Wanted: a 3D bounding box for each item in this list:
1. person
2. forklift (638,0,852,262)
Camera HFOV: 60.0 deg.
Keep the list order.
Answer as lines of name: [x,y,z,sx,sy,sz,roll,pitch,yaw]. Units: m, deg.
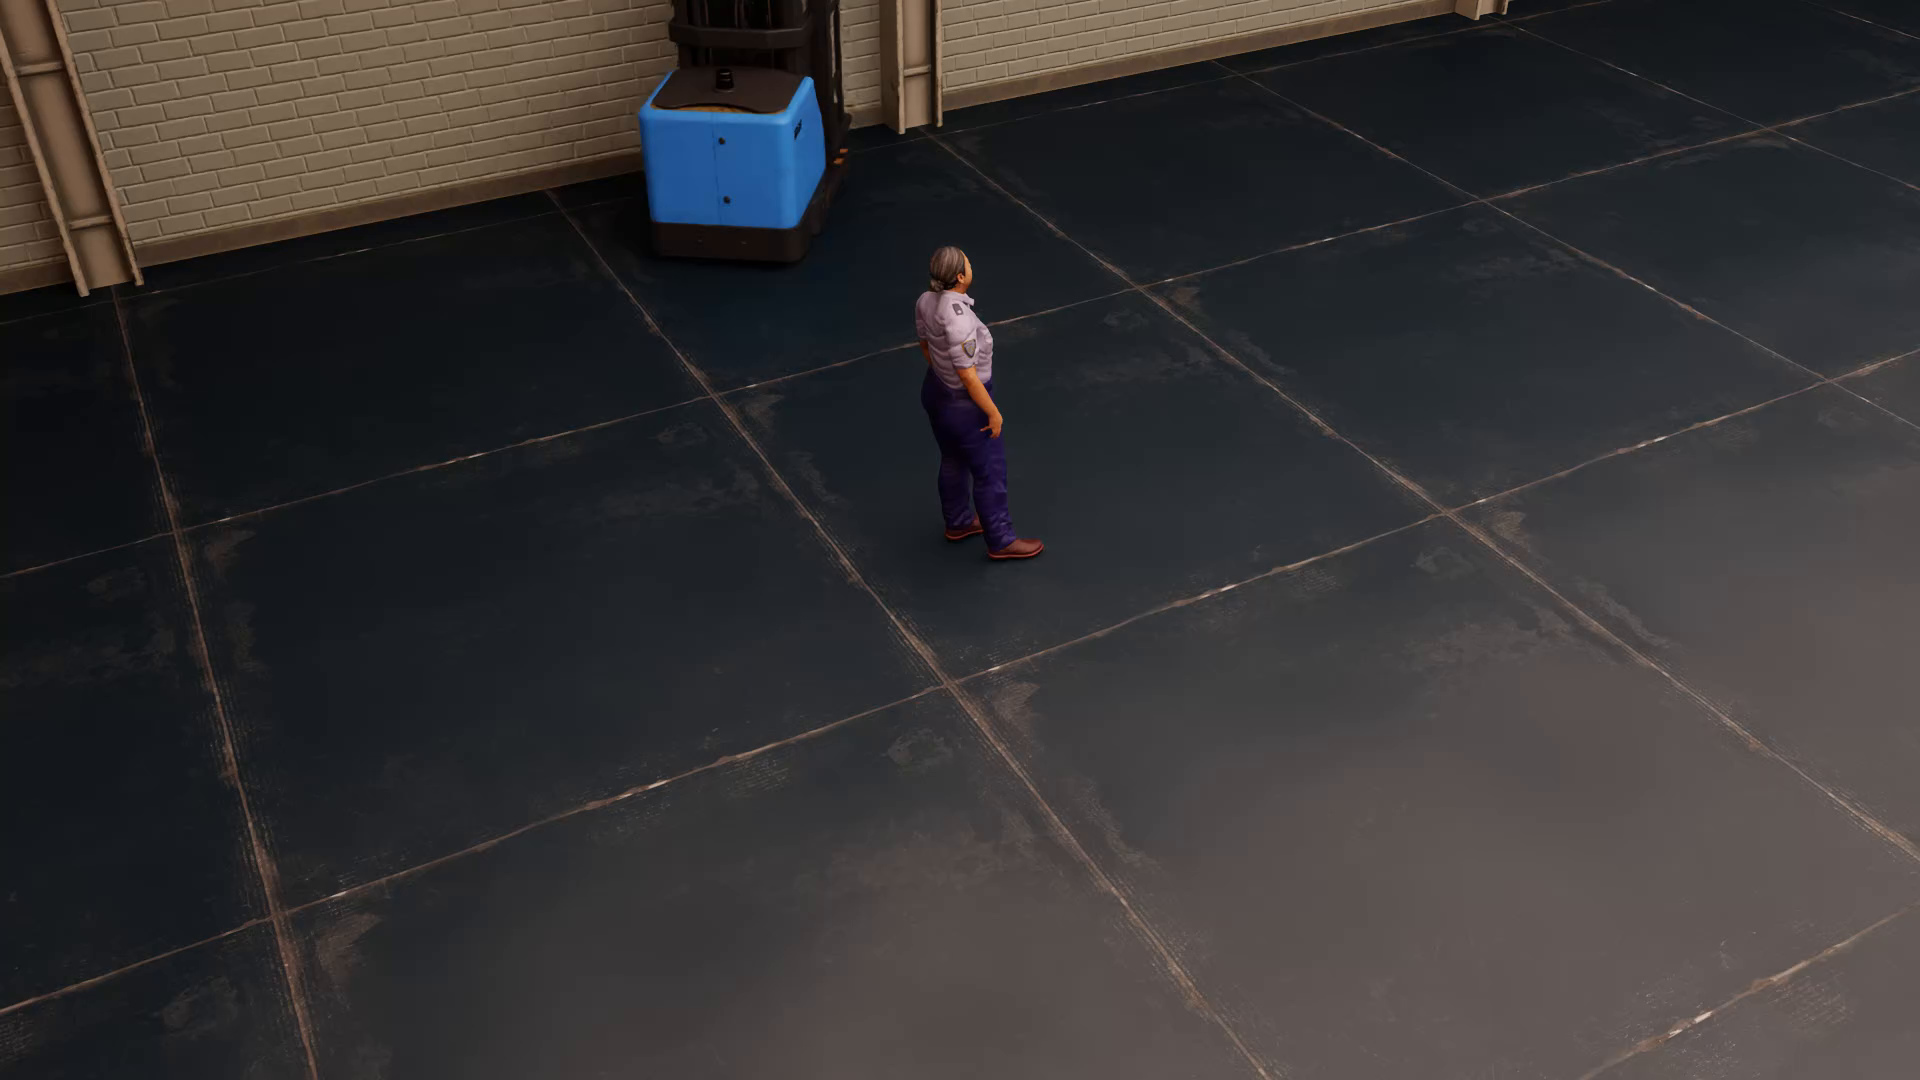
person: [0.091,-0.691,8.200,0.502,1.651,0.598,-17,39,-23]
forklift: [-1.413,-3.900,11.641,1.130,2.935,3.031,4,35,6]
